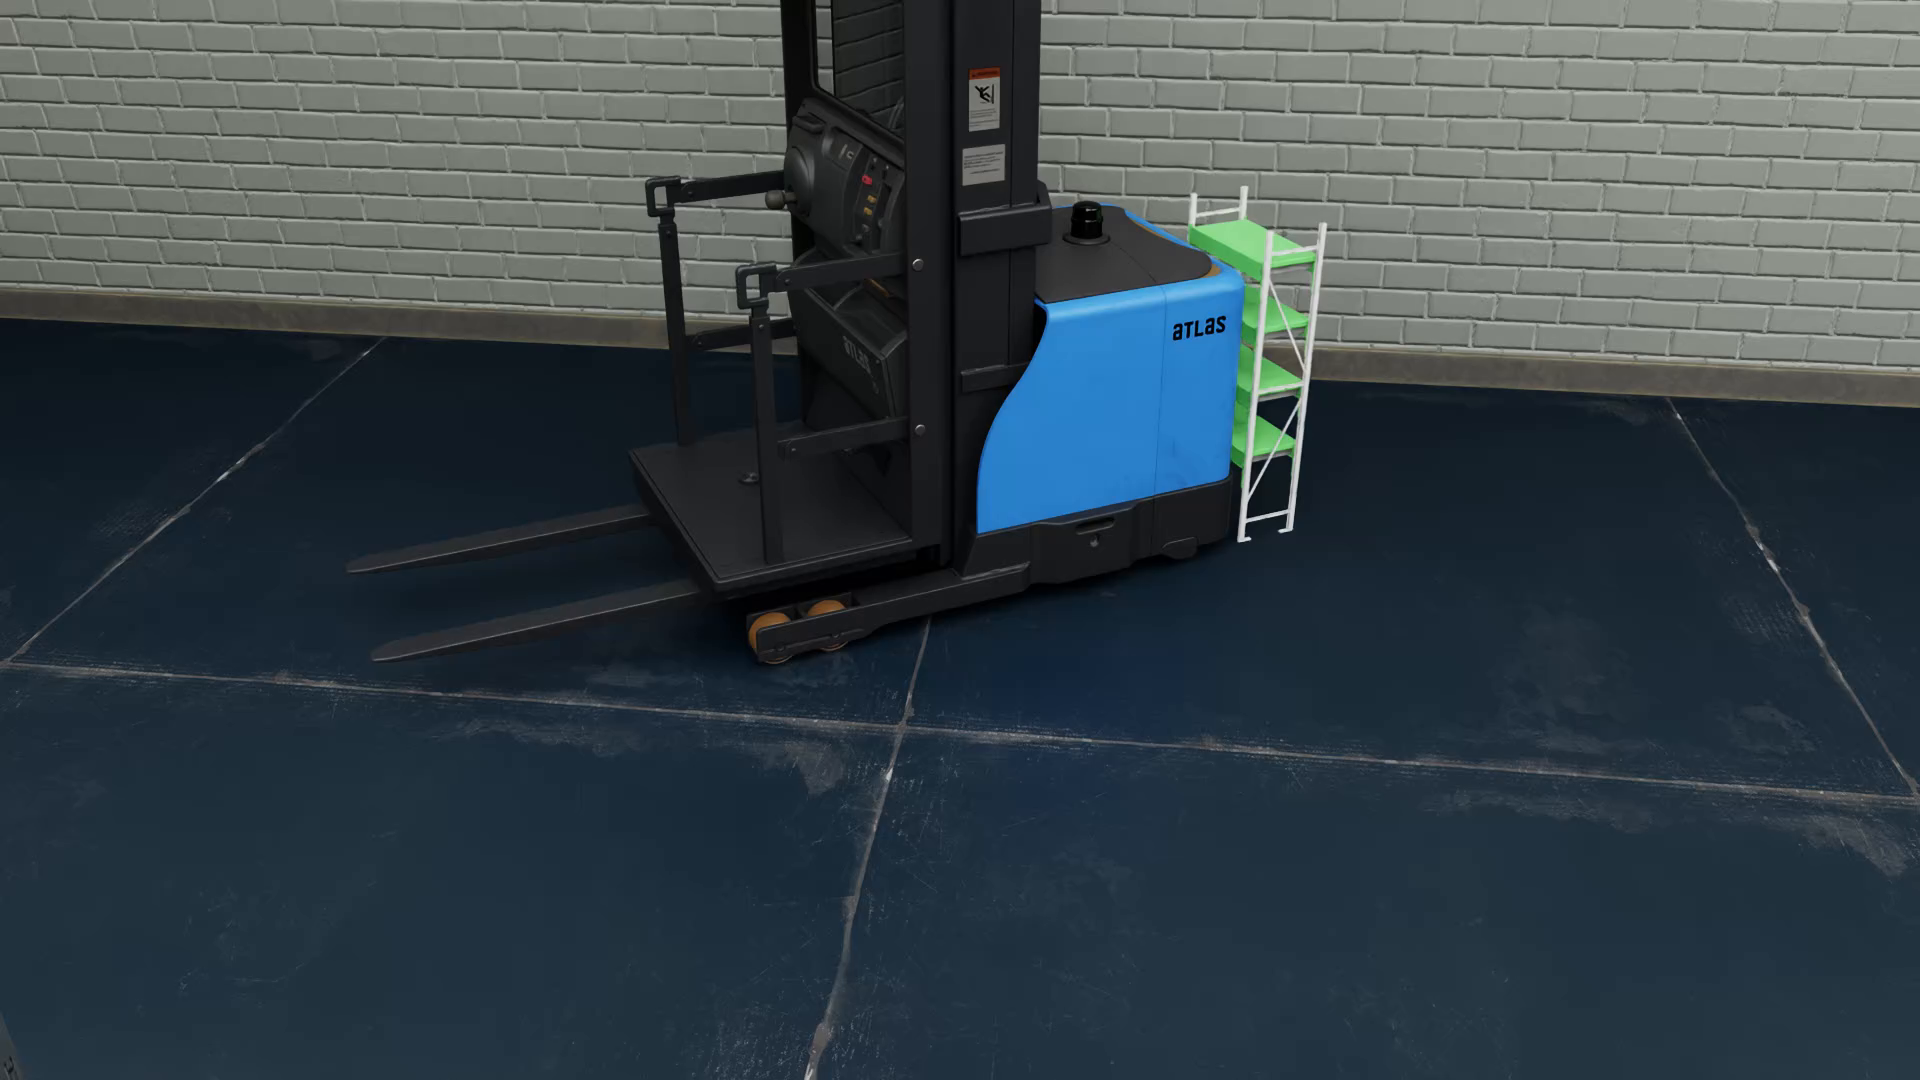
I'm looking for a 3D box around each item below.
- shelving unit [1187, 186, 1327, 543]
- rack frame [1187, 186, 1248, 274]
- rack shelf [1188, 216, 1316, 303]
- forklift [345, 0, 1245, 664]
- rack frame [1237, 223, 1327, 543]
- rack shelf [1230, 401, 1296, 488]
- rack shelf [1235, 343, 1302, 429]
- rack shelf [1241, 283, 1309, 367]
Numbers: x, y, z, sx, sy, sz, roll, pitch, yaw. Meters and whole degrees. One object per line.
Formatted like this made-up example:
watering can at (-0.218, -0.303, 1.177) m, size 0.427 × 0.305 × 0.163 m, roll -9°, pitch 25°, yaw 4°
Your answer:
shelving unit at (1.051, -0.650, 6.190) m, size 0.258 × 1.200 × 0.503 m, roll -12°, pitch 31°, yaw -22°
rack frame at (0.949, -0.755, 6.384) m, size 0.240 × 1.200 × 0.015 m, roll -12°, pitch 31°, yaw -22°
rack shelf at (1.053, -1.017, 5.993) m, size 0.258 × 0.148 × 0.480 m, roll -12°, pitch 31°, yaw -22°
forklift at (-0.565, -1.167, 5.326) m, size 3.031 × 2.935 × 1.130 m, roll -12°, pitch 31°, yaw -22°
rack frame at (1.154, -0.545, 5.995) m, size 0.240 × 1.200 × 0.015 m, roll -12°, pitch 31°, yaw -22°
rack shelf at (1.050, -0.382, 6.333) m, size 0.258 × 0.148 × 0.480 m, roll -12°, pitch 31°, yaw -22°
rack shelf at (1.051, -0.594, 6.220) m, size 0.258 × 0.148 × 0.480 m, roll -12°, pitch 31°, yaw -22°
rack shelf at (1.052, -0.805, 6.106) m, size 0.258 × 0.148 × 0.480 m, roll -12°, pitch 31°, yaw -22°
